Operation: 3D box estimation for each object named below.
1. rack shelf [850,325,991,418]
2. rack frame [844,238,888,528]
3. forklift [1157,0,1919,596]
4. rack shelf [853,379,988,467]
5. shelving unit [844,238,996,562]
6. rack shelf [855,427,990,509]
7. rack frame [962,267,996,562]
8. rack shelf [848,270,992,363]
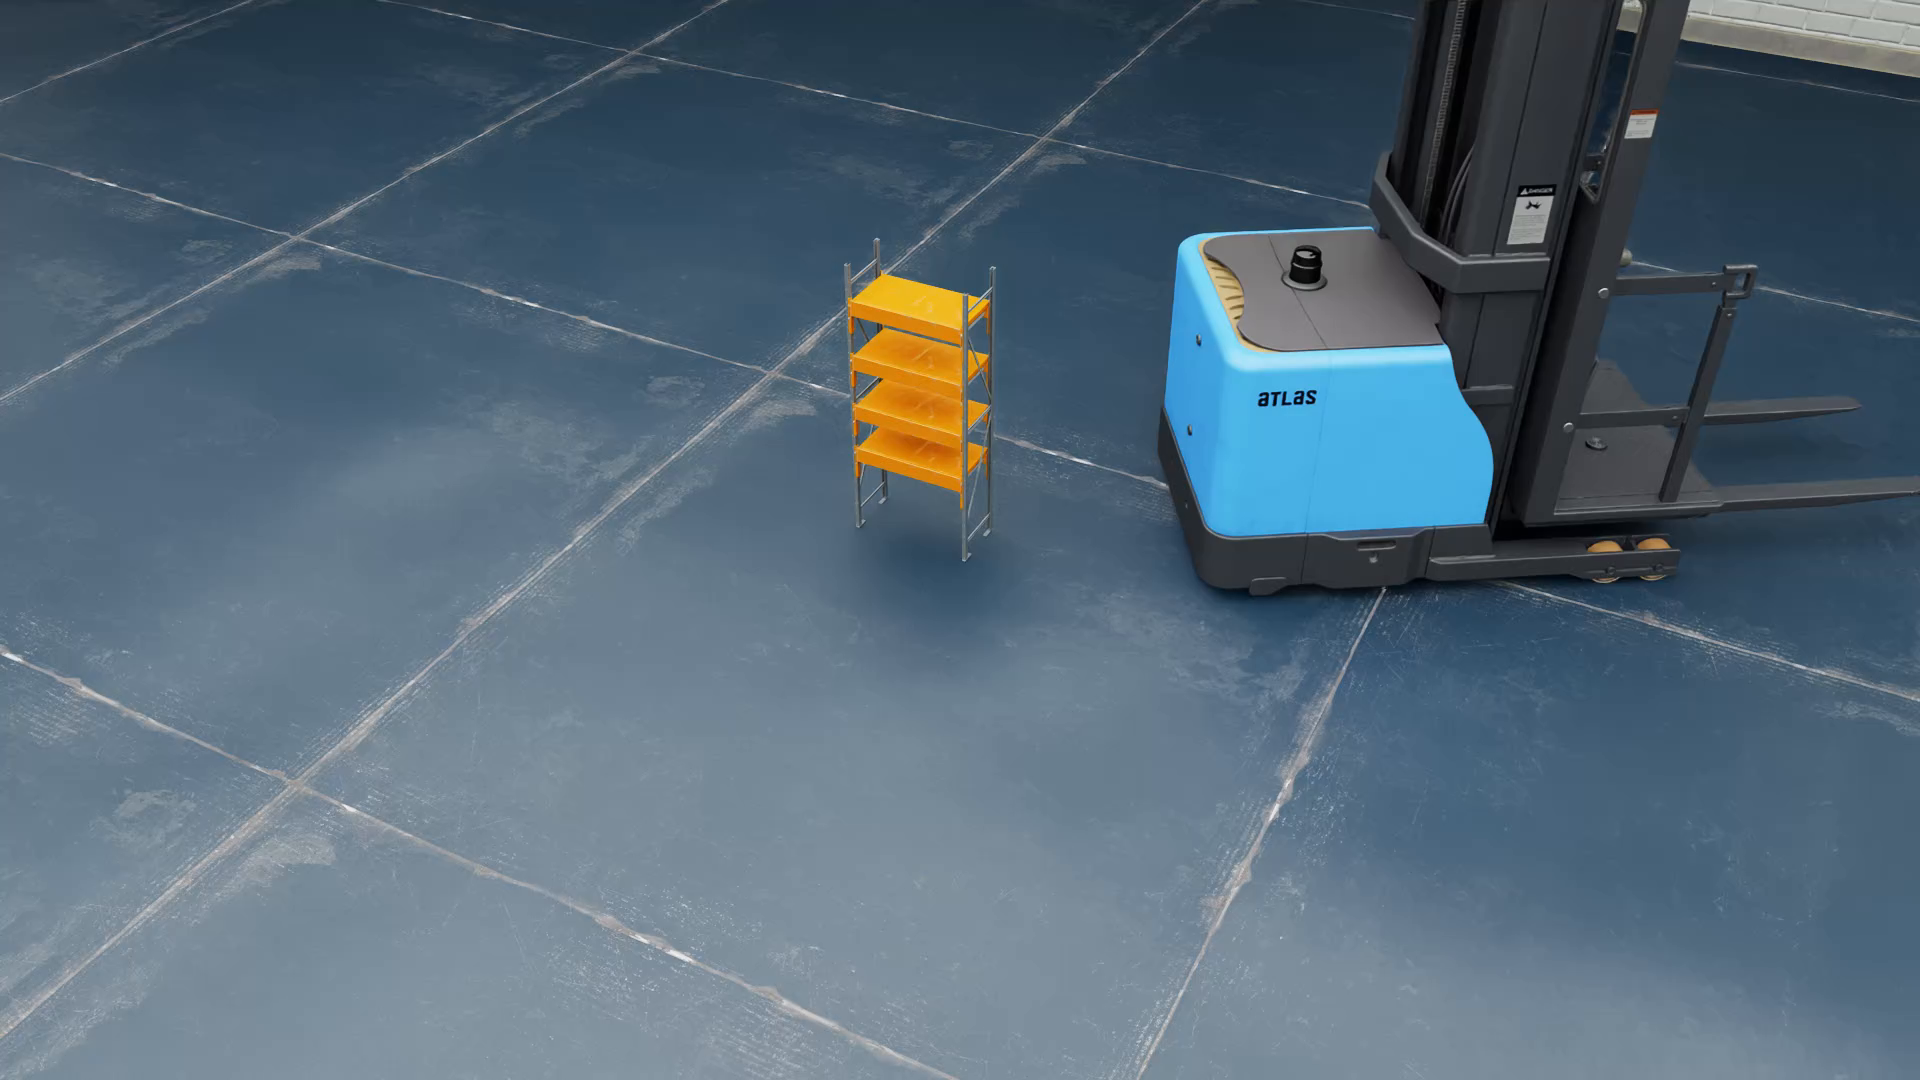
[{"bbox_3d":[-0.147,-0.649,6.353,0.480,0.148,0.258,17,41,21],"label":"rack shelf"},{"bbox_3d":[-0.364,-0.592,6.537,0.015,1.200,0.240,17,41,21],"label":"rack frame"},{"bbox_3d":[2.393,-1.315,6.058,3.031,2.935,1.130,-3,37,-4],"label":"forklift"},{"bbox_3d":[-0.147,-0.470,6.489,0.480,0.148,0.258,17,41,21],"label":"rack shelf"},{"bbox_3d":[-0.147,-0.524,6.448,0.503,1.200,0.258,17,41,21],"label":"shelving unit"},{"bbox_3d":[-0.147,-0.312,6.609,0.480,0.148,0.258,17,41,21],"label":"rack shelf"},{"bbox_3d":[0.070,-0.456,6.358,0.015,1.200,0.240,17,41,21],"label":"rack frame"},{"bbox_3d":[-0.147,-0.837,6.210,0.480,0.148,0.258,17,41,21],"label":"rack shelf"}]
